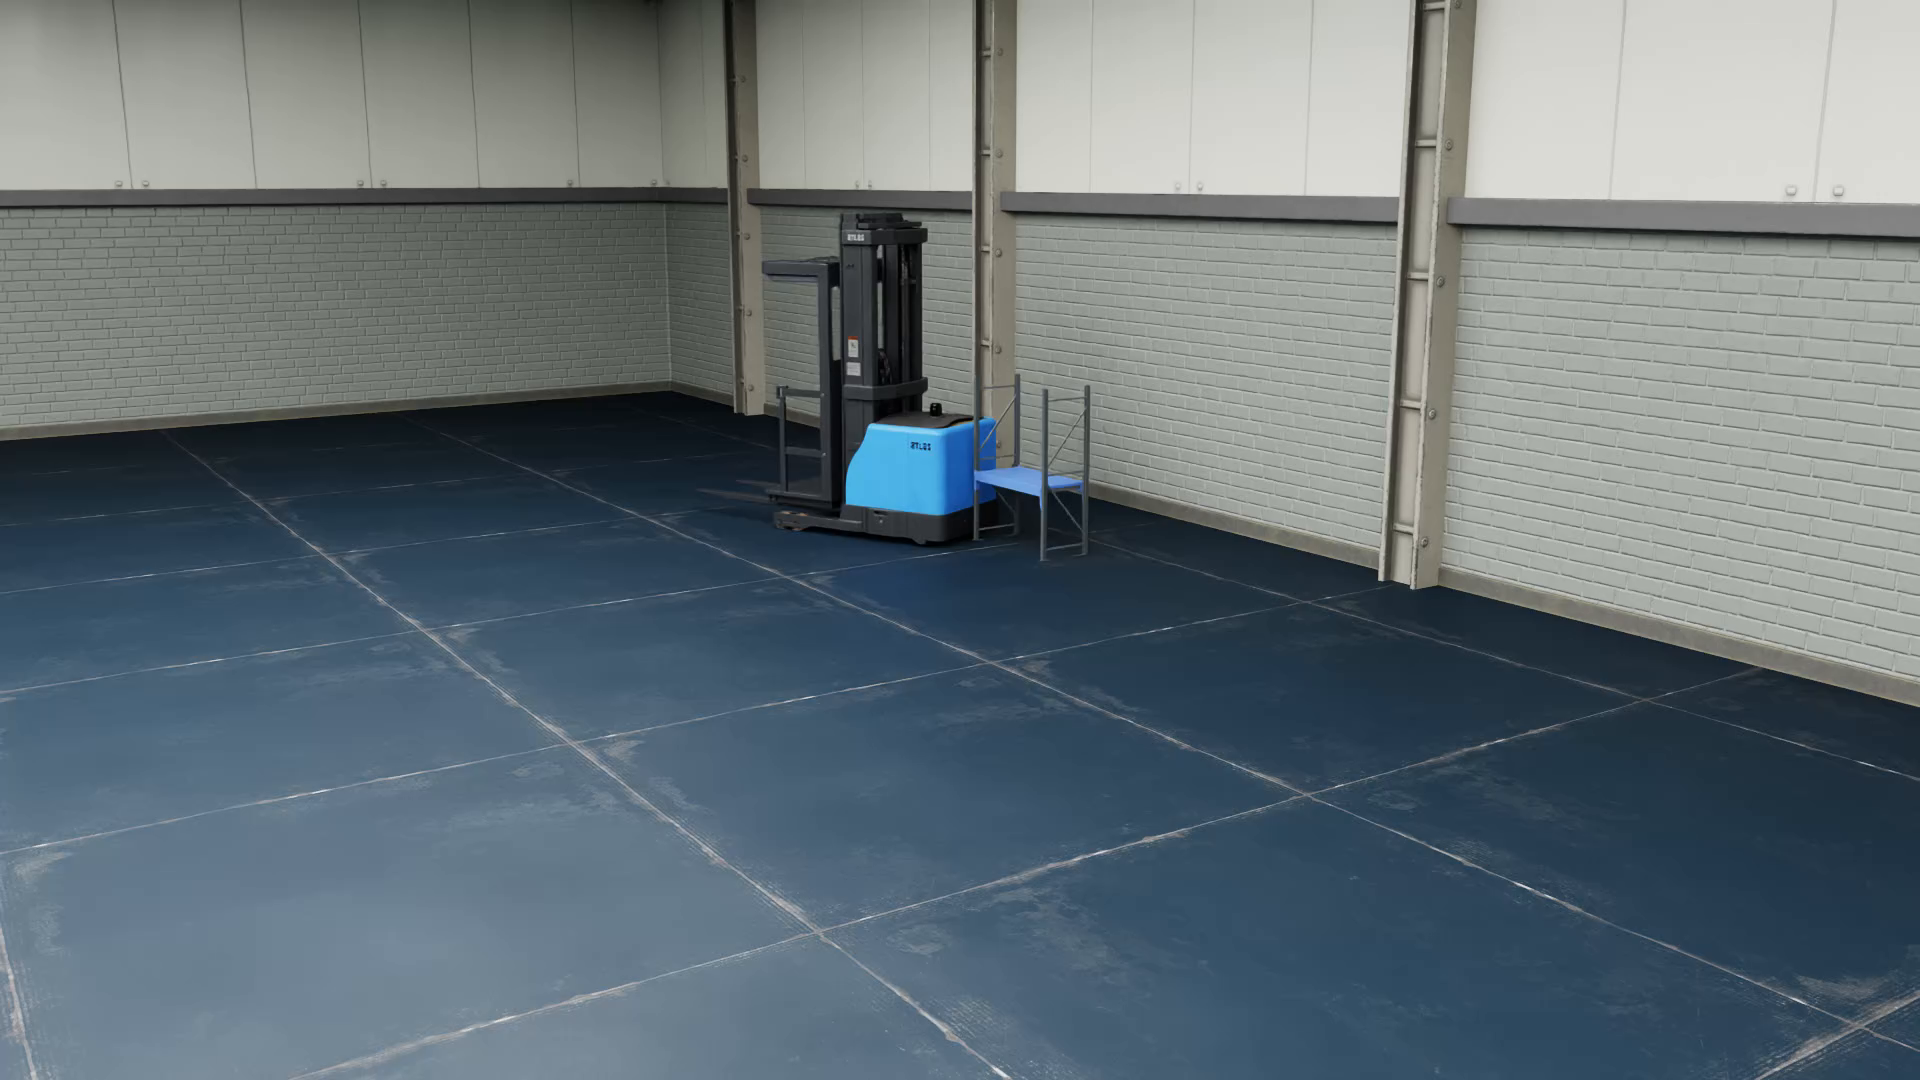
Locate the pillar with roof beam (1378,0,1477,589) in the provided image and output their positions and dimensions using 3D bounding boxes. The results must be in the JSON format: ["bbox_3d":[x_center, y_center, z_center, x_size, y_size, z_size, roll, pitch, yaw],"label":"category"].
[{"bbox_3d":[0.105,-3.540,10.374,9.100,9.000,0.400,-8,15,-33],"label":"pillar with roof beam"}]

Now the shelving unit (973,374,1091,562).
[{"bbox_3d":[0.622,-0.661,14.764,0.538,1.500,1.048,-8,15,-34],"label":"shelving unit"}]

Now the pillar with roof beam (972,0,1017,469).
[{"bbox_3d":[-3.219,-4.607,15.254,9.100,9.000,0.400,-8,15,-33],"label":"pillar with roof beam"}]

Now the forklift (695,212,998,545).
[{"bbox_3d":[-1.169,-1.602,15.716,3.031,2.935,1.130,8,14,31],"label":"forklift"}]

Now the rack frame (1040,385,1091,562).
[{"bbox_3d":[0.910,-0.572,14.355,0.500,1.500,0.032,-8,15,-34],"label":"rack frame"}]

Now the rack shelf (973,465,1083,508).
[{"bbox_3d":[0.622,-0.486,14.803,0.538,0.185,1.000,-8,15,-34],"label":"rack shelf"}]

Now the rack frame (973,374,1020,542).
[{"bbox_3d":[0.335,-0.751,15.174,0.500,1.500,0.032,-8,15,-34],"label":"rack frame"}]

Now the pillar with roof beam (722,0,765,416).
[{"bbox_3d":[-6.543,-5.674,20.133,9.100,9.000,0.400,-8,15,-33],"label":"pillar with roof beam"}]
